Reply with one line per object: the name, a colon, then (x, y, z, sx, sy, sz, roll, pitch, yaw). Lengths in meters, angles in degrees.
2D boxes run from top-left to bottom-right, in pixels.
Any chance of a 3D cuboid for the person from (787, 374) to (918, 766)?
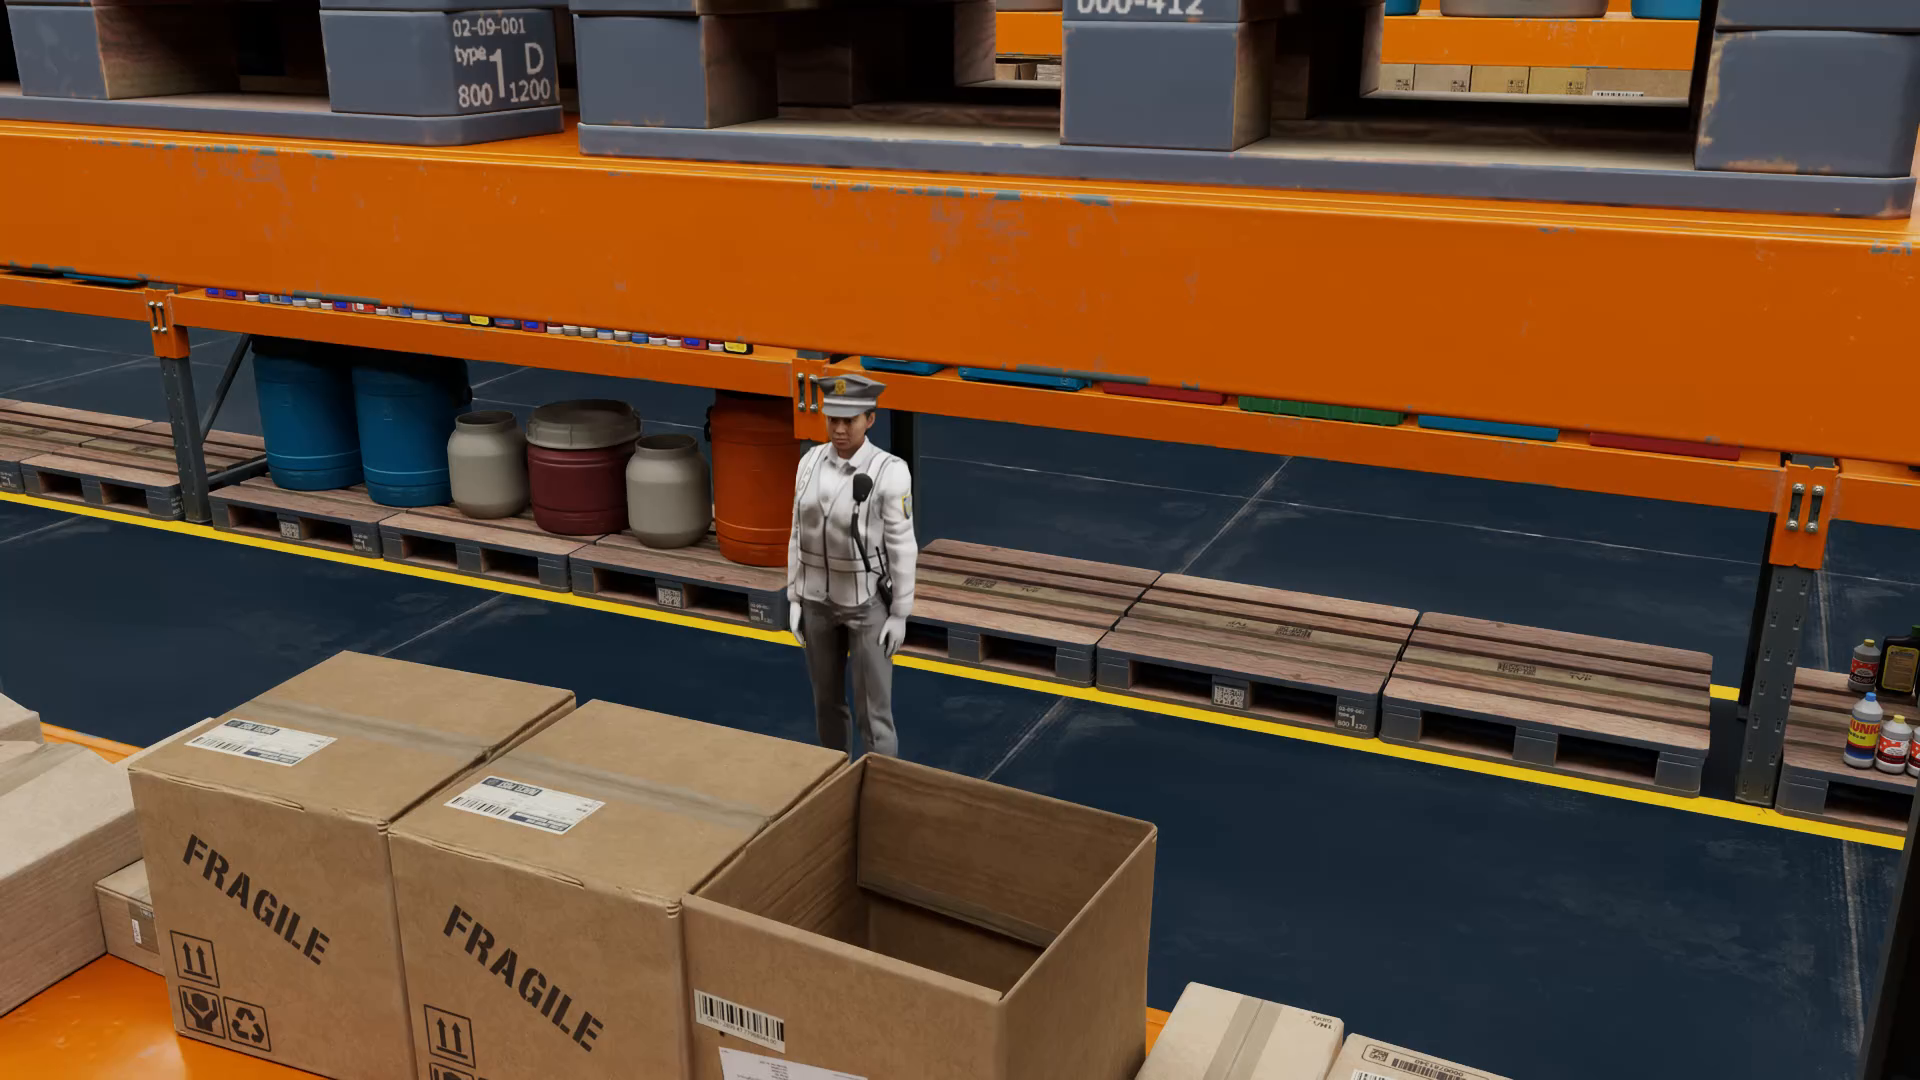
person: (-0.392, 0.236, 5.868, 0.482, 1.691, 0.362, 9, 21, 24)
